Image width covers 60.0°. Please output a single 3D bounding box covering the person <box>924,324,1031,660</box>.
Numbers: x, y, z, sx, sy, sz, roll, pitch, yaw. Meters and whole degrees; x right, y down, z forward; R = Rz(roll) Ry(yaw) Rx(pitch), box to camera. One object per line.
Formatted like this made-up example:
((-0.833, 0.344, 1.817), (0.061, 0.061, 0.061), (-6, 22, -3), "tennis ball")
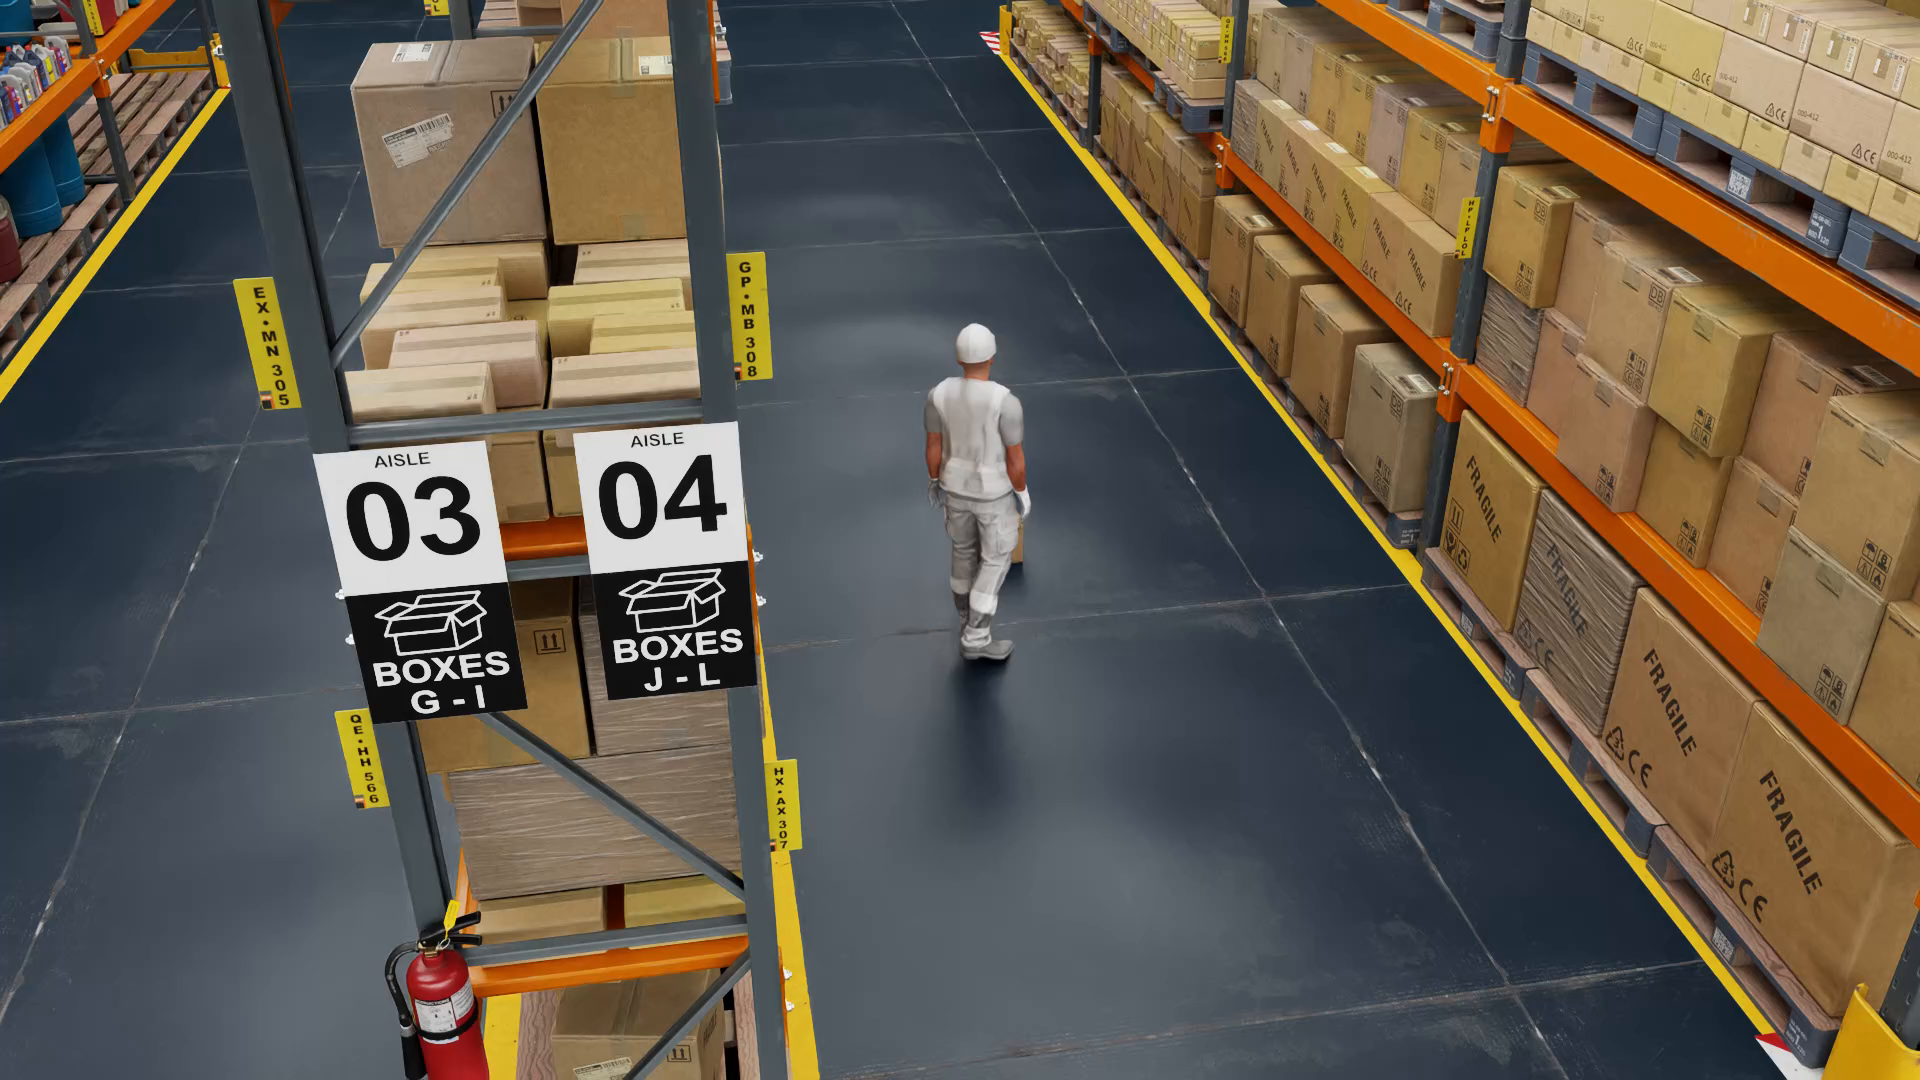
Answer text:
((0.081, -0.252, 8.536), (0.557, 1.795, 0.609), (15, 33, 23), "person")
